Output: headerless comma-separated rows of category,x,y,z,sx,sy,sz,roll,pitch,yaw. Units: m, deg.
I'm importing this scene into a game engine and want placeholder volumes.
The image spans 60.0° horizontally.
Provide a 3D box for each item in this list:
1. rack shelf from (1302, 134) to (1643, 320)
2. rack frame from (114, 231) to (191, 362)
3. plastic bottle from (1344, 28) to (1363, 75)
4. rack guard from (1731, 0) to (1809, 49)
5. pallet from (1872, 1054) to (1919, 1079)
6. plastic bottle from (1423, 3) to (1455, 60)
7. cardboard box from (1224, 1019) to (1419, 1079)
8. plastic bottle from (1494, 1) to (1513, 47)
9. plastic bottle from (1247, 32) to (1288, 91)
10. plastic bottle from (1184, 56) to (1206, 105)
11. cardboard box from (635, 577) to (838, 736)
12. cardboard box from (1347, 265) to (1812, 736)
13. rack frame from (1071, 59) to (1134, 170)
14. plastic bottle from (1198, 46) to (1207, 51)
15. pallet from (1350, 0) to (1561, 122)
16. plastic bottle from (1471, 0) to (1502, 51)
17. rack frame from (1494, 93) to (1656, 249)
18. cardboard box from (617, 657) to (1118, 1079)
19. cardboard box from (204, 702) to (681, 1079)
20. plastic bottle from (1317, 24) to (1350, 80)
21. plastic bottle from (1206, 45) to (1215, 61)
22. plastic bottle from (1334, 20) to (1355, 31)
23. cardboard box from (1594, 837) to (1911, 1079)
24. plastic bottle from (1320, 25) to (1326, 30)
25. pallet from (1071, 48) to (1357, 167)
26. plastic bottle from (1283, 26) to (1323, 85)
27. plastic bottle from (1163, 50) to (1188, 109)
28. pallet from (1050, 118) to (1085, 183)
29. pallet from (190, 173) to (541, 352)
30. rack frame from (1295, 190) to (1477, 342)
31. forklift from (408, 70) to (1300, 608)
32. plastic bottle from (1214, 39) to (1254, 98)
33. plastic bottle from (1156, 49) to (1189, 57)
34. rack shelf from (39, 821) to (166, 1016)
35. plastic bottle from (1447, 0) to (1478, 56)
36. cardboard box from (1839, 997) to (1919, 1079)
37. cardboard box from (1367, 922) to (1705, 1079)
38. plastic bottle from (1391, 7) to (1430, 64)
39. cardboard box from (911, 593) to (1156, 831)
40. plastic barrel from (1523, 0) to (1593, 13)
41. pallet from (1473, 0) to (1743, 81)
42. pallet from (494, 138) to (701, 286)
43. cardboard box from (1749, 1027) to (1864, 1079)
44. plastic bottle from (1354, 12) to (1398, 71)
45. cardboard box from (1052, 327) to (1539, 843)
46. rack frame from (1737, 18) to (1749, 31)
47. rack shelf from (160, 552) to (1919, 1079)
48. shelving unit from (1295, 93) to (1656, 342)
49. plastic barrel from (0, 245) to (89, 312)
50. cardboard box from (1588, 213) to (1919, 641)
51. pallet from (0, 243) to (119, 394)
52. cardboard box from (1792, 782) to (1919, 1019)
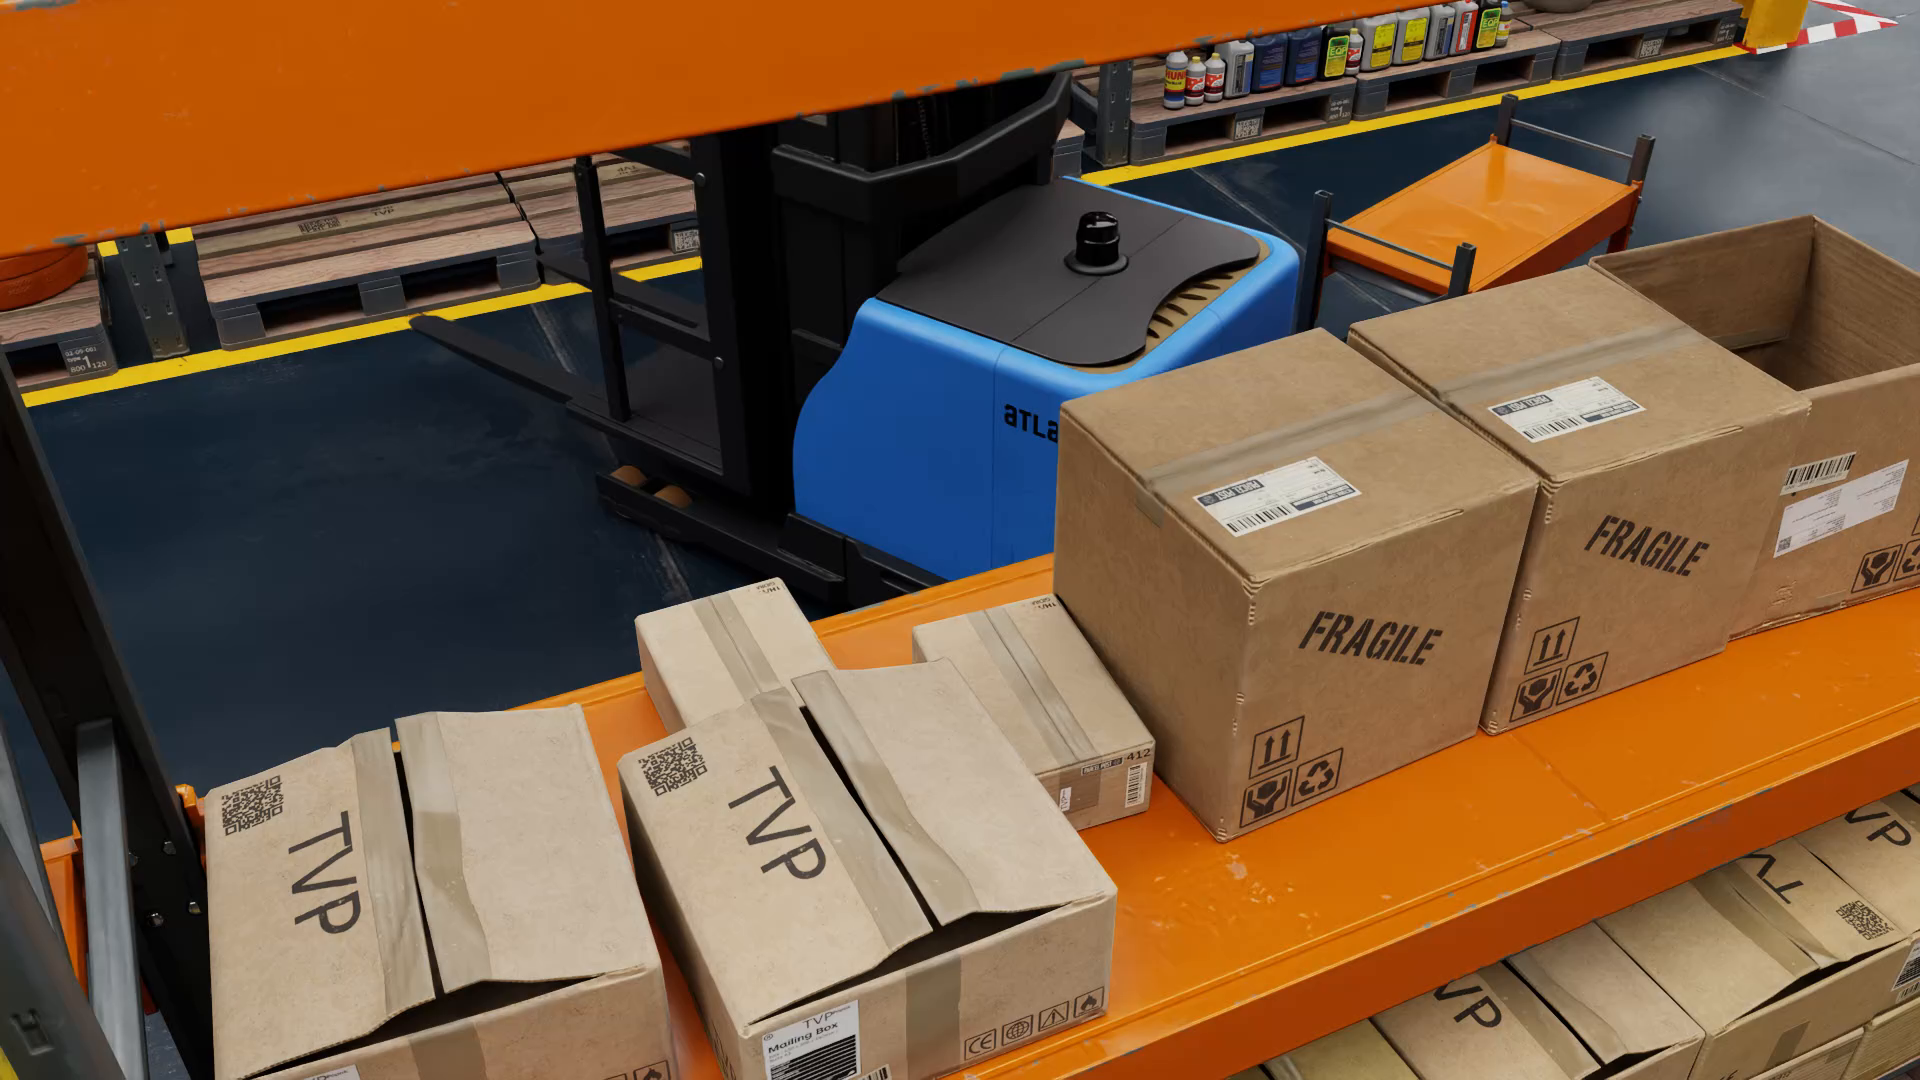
rack shelf,1.543,-0.876,4.996,0.538,0.278,1.000,31,46,34
rack frame,-3.127,-2.147,5.627,0.127,3.000,1.000,-16,39,-20
plastic bottle,1.838,-2.300,7.812,0.097,0.201,0.097,0,37,0
rack guard,4.066,-3.123,9.041,0.348,0.500,1.175,-16,39,-20
pallet,1.945,0.840,3.940,1.213,0.211,1.003,-16,39,-20
plastic bottle,2.273,-2.469,7.978,0.135,0.276,0.152,-17,40,-21
cardboard box,0.507,0.996,2.874,0.500,0.311,0.500,-17,40,-21
plastic bottle,2.638,-2.523,8.114,0.097,0.201,0.097,0,37,0
plastic bottle,1.401,-2.253,7.624,0.185,0.351,0.144,-15,39,-19
plastic bottle,1.060,-2.082,7.519,0.097,0.201,0.097,0,37,0
cardboard box,-0.329,0.249,2.607,0.250,0.149,0.380,-16,39,-20
cardboard box,0.963,-0.082,2.758,0.500,0.500,0.500,-16,39,-20
rack frame,0.494,-3.159,6.992,0.127,3.000,1.000,-16,39,-20
plastic bottle,1.214,-2.536,8.068,0.135,0.276,0.152,-16,39,-20
pallet,2.225,-2.498,8.441,1.213,0.211,1.003,-16,39,-20
plastic bottle,2.540,-2.517,8.036,0.133,0.283,0.061,-15,39,-19
rack frame,1.902,-0.856,5.459,0.500,1.125,0.032,31,46,34
cardboard box,-0.134,0.439,2.215,0.500,0.311,0.500,-16,39,-20
cardboard box,-0.678,0.492,2.143,0.500,0.311,0.500,-13,39,-17
plastic bottle,1.739,-2.293,7.734,0.133,0.283,0.061,-14,39,-18
plastic bottle,1.204,-2.243,7.667,0.133,0.283,0.061,-16,39,-20
plastic bottle,1.871,-2.452,7.955,0.135,0.276,0.152,-16,39,-20
cardboard box,1.429,0.740,3.219,0.500,0.311,0.500,-16,39,-20
plastic bottle,1.689,-2.326,7.789,0.097,0.271,0.097,0,37,0
pallet,1.119,-2.187,8.021,1.213,0.211,1.003,-16,39,-20
plastic bottle,1.572,-2.301,7.688,0.185,0.351,0.144,-17,40,-22
plastic bottle,0.968,-2.085,7.464,0.097,0.271,0.097,0,37,0
pallet,-0.201,-1.820,7.526,1.213,0.211,1.003,-16,39,-20
pallet,-2.409,-1.202,6.694,1.213,0.211,1.003,-16,39,-20
rack frame,1.185,-0.426,4.880,0.500,1.125,0.032,31,46,34
forklift,-0.546,-1.412,4.693,3.031,2.935,1.130,23,42,28
plastic bottle,1.249,-2.183,7.592,0.135,0.276,0.152,-14,39,-18
plastic bottle,1.016,-2.513,7.974,0.185,0.351,0.144,-16,39,-20
rack shelf,-2.837,1.320,1.556,4.000,0.370,1.077,-16,39,-20
plastic bottle,2.399,-2.504,8.026,0.135,0.276,0.152,-15,39,-20
cardboard box,1.884,0.837,3.559,0.500,0.250,0.500,-16,40,-21
cardboard box,0.973,0.866,3.050,0.500,0.311,0.500,-16,39,-21
plastic bottle,2.125,-2.455,7.897,0.185,0.351,0.144,-14,39,-18
cardboard box,0.104,0.273,2.575,0.250,0.149,0.380,-13,38,-17
plastic barrel,3.098,-3.007,8.522,0.421,0.512,0.421,0,37,0
pallet,3.328,-2.805,8.854,1.213,0.211,1.003,-16,39,-20
pallet,-1.307,-1.509,7.107,1.213,0.211,1.003,-16,39,-20
cardboard box,1.421,0.967,3.385,0.500,0.250,0.500,-15,39,-19
plastic bottle,1.956,-2.408,7.833,0.185,0.351,0.144,-16,39,-20
cardboard box,0.486,0.052,2.579,0.500,0.500,0.500,-18,40,-22
rack frame,4.115,-4.172,8.357,0.127,3.000,1.000,-16,39,-20
rack shelf,0.784,0.308,2.921,4.000,0.370,1.077,-16,39,-20
shelving unit,1.543,-0.641,5.170,0.538,1.125,1.048,31,46,34
plastic barrel,-3.563,-1.311,5.969,0.708,0.830,0.600,-16,39,-20
cardboard box,1.416,-0.209,2.929,0.500,0.500,0.500,-13,38,-17
pallet,-3.823,-0.805,6.158,1.213,0.211,1.003,-16,39,-20
cardboard box,1.882,0.615,3.387,0.500,0.311,0.500,-15,39,-19
